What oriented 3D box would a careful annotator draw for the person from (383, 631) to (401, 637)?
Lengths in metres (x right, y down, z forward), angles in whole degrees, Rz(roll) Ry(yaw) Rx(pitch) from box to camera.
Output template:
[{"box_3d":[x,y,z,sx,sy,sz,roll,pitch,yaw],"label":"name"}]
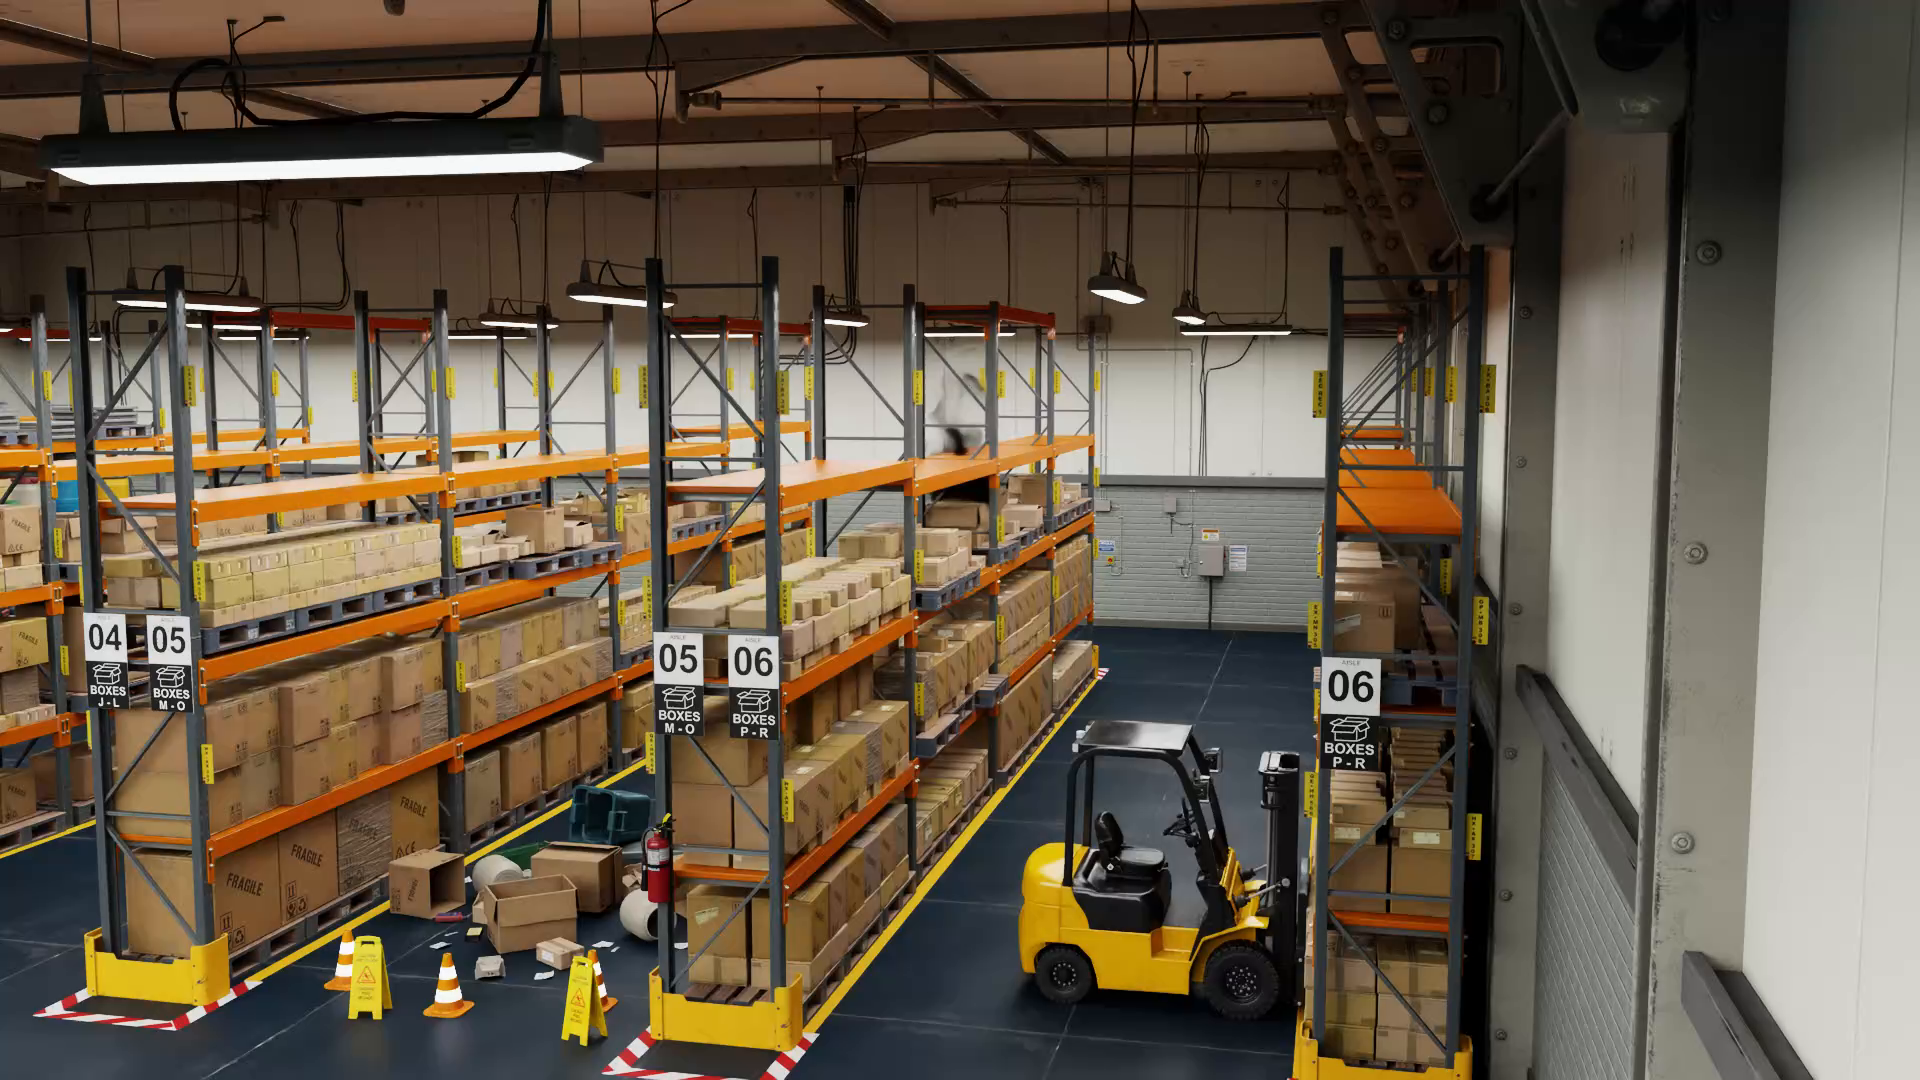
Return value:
[{"box_3d":[-7.758,2.059,22.719,0.616,1.660,0.554,1,6,7],"label":"person"}]
